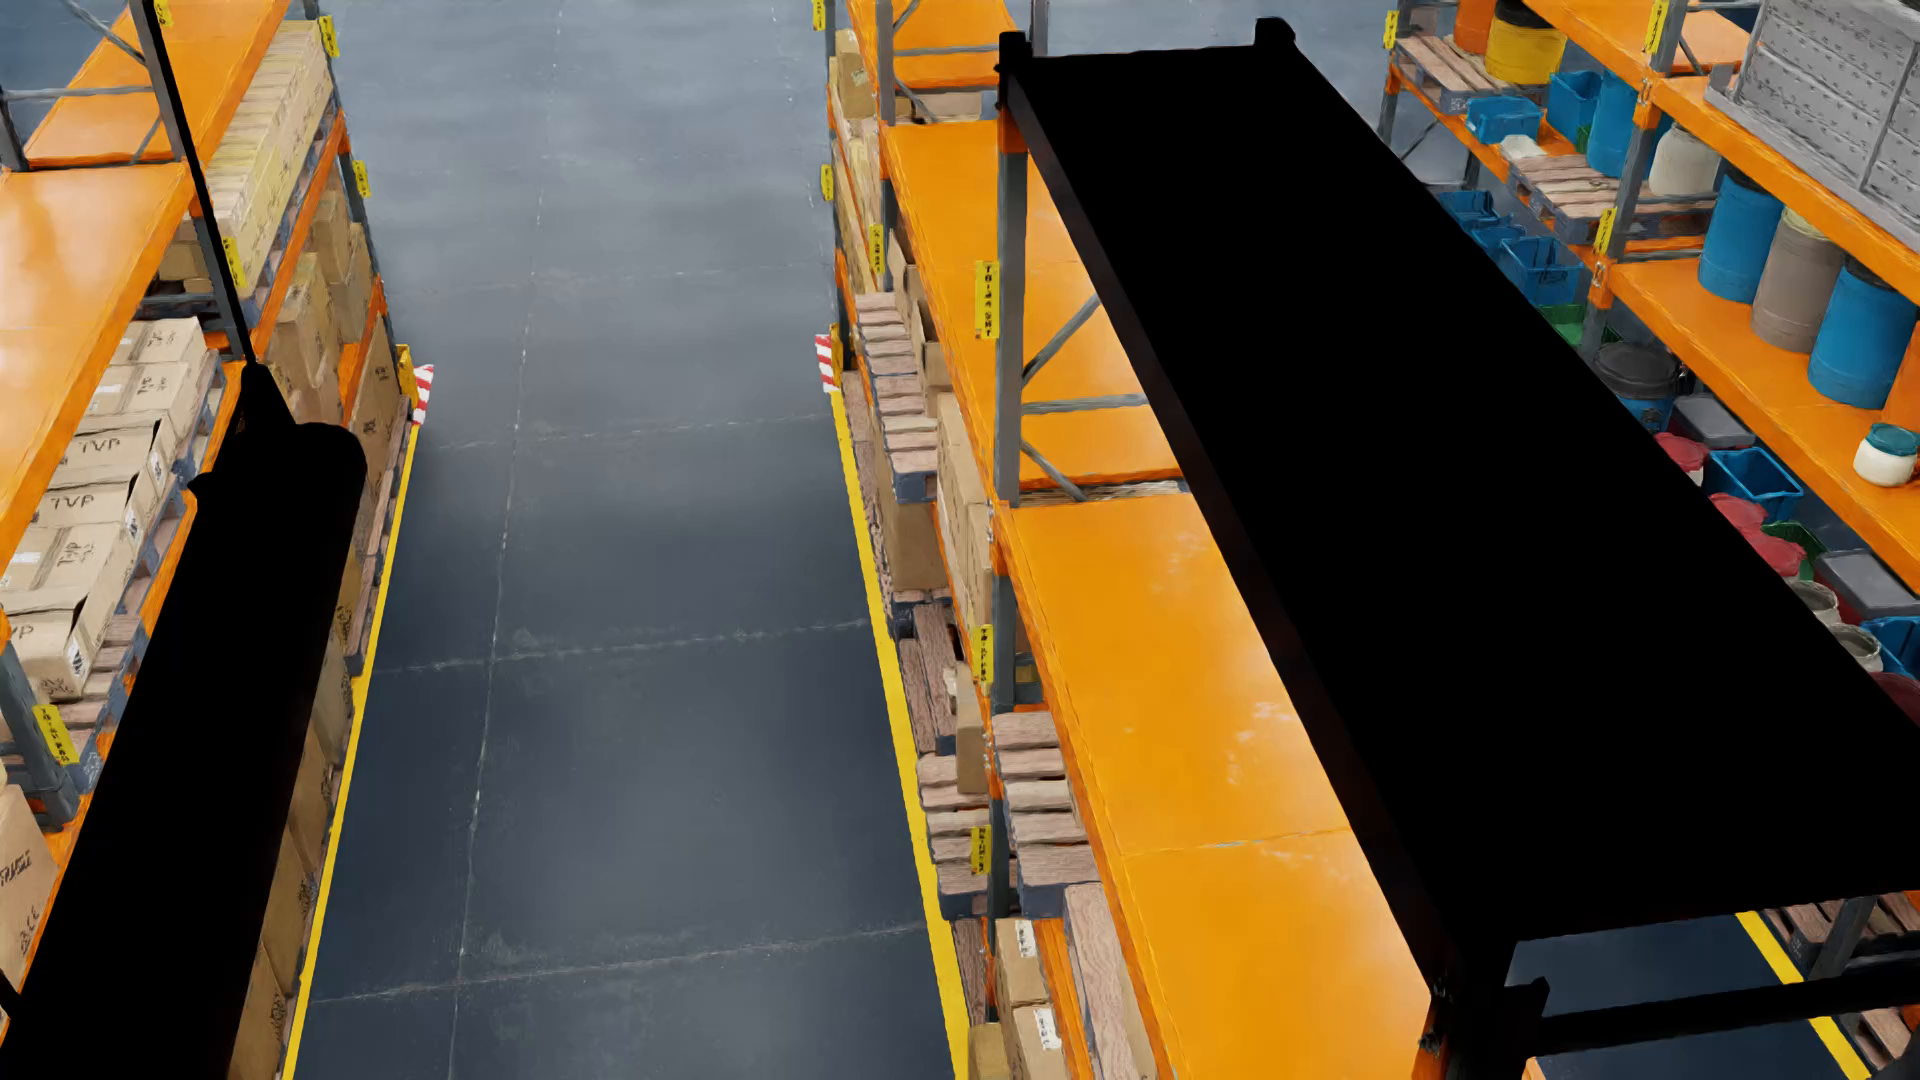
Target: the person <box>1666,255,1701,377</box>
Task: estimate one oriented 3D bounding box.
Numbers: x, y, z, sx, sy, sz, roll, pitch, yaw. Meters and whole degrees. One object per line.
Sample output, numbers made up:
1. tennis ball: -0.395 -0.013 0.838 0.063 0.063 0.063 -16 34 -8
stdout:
1. person: 6.732 -2.275 15.117 0.428 1.677 0.508 -21 41 -26
